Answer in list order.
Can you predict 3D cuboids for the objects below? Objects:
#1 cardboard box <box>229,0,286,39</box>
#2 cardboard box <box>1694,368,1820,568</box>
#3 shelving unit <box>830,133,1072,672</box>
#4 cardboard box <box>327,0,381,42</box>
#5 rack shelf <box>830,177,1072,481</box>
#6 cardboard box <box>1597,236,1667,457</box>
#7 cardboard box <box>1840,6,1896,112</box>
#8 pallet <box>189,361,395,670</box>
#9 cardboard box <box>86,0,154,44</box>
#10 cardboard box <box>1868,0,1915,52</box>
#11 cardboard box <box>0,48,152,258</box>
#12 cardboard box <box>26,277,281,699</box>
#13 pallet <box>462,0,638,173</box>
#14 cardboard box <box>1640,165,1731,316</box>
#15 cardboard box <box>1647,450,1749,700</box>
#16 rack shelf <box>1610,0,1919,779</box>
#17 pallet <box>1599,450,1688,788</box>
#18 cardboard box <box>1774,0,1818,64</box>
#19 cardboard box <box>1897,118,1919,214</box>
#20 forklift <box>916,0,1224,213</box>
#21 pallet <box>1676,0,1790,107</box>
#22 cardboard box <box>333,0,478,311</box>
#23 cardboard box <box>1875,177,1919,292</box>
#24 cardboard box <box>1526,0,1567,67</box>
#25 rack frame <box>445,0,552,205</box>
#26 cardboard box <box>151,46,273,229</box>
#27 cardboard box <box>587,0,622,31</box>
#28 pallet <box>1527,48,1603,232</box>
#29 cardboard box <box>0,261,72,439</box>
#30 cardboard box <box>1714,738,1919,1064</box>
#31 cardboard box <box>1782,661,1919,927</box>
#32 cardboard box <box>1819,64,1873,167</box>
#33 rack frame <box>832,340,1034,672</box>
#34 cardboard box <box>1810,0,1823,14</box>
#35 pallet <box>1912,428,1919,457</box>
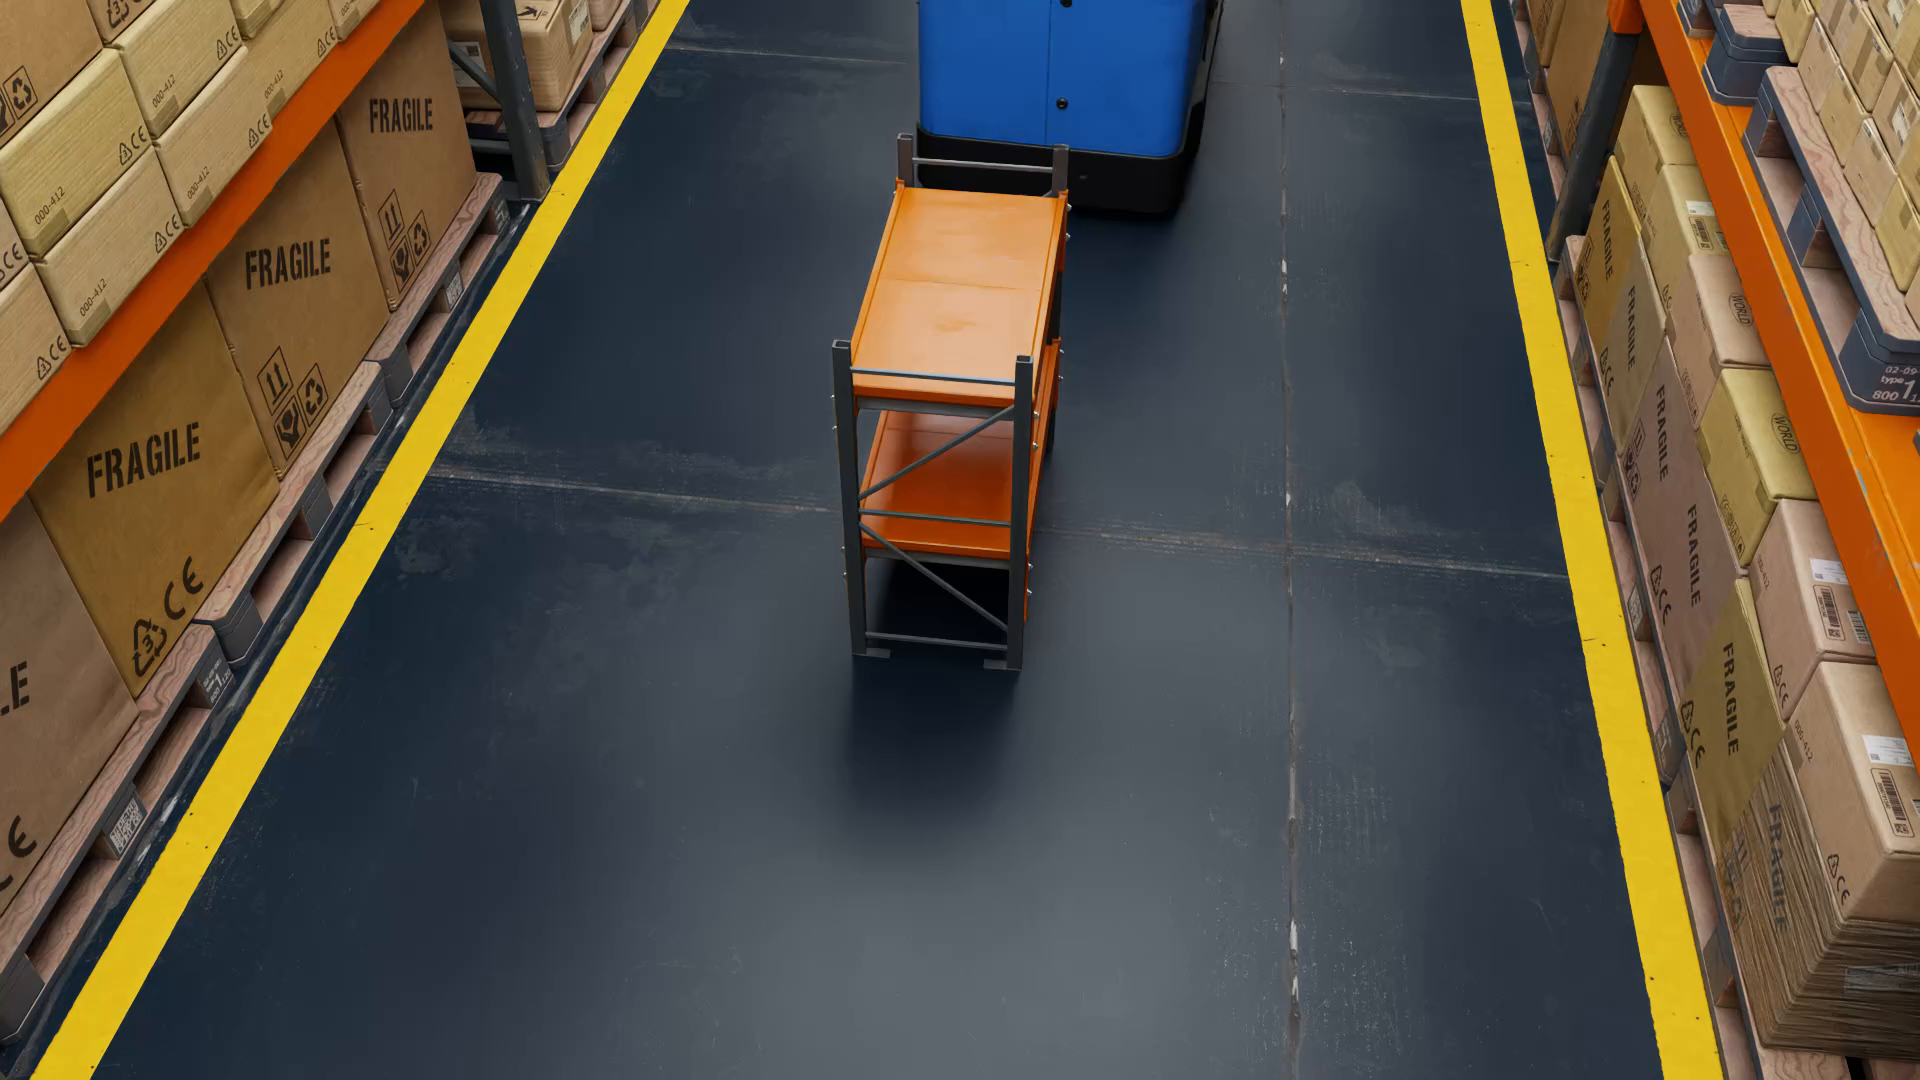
[{"bbox_3d":[-2.088,-1.597,4.500,0.500,0.250,0.500,4,44,4],"label":"cardboard box"},{"bbox_3d":[2.211,-0.174,4.220,0.500,0.250,0.500,3,44,4],"label":"cardboard box"},{"bbox_3d":[-0.001,-0.404,4.858,0.538,1.125,1.048,5,44,6],"label":"shelving unit"},{"bbox_3d":[-2.026,-1.751,5.027,0.500,0.250,0.500,6,44,6],"label":"cardboard box"},{"bbox_3d":[-0.001,-0.616,4.657,0.538,0.278,1.000,5,44,6],"label":"rack shelf"},{"bbox_3d":[2.346,-0.585,5.199,0.500,0.500,0.500,6,44,6],"label":"cardboard box"},{"bbox_3d":[2.324,-1.123,3.915,0.380,0.149,0.250,5,44,5],"label":"cardboard box"},{"bbox_3d":[-2.507,-0.151,5.256,1.003,0.211,1.213,5,44,6],"label":"pallet"},{"bbox_3d":[-2.180,-1.514,3.867,0.500,0.500,0.500,5,44,5],"label":"cardboard box"},{"bbox_3d":[2.330,-1.226,3.808,0.380,0.149,0.250,6,44,7],"label":"cardboard box"},{"bbox_3d":[-2.222,-0.898,3.762,0.500,0.250,0.500,6,44,6],"label":"cardboard box"},{"bbox_3d":[-2.579,-0.224,4.545,0.875,0.875,0.875,6,44,7],"label":"cardboard box"},{"bbox_3d":[-2.060,-2.043,7.254,1.003,0.211,1.213,5,44,6],"label":"pallet"},{"bbox_3d":[2.357,-0.866,4.950,0.500,0.250,0.500,5,44,5],"label":"cardboard box"},{"bbox_3d":[2.215,0.113,4.462,0.500,0.500,0.500,4,44,5],"label":"cardboard box"},{"bbox_3d":[2.491,-0.518,4.139,1.077,0.370,4.000,5,44,6],"label":"rack shelf"},{"bbox_3d":[2.487,0.232,4.852,1.003,0.211,1.213,5,44,6],"label":"pallet"},{"bbox_3d":[2.391,-1.366,4.388,0.380,0.149,0.250,7,44,7],"label":"cardboard box"},{"bbox_3d":[2.254,-0.773,3.546,0.380,0.149,0.250,5,44,6],"label":"cardboard box"},{"bbox_3d":[0.623,-3.366,6.673,1.130,2.935,3.031,8,44,8],"label":"forklift"},{"bbox_3d":[2.767,-1.577,4.874,1.213,0.211,1.003,5,44,6],"label":"pallet"},{"bbox_3d":[-2.338,-1.441,5.830,0.875,0.875,0.875,5,44,5],"label":"cardboard box"},{"bbox_3d":[2.252,-0.654,3.637,0.380,0.149,0.250,7,44,7],"label":"cardboard box"},{"bbox_3d":[3.037,-2.481,7.019,1.050,0.750,0.750,6,44,6],"label":"cardboard box"},{"bbox_3d":[-2.165,-2.523,5.733,1.000,3.000,0.127,5,44,6],"label":"rack frame"},{"bbox_3d":[-2.148,-1.059,4.296,0.500,0.250,0.500,5,44,5],"label":"cardboard box"},{"bbox_3d":[-1.990,-2.609,7.430,0.950,0.372,0.625,4,44,5],"label":"cardboard box"},{"bbox_3d":[2.934,-1.660,6.850,1.003,0.211,1.213,5,44,6],"label":"pallet"},{"bbox_3d":[-2.307,-0.371,3.570,0.500,0.250,0.500,4,44,4],"label":"cardboard box"},{"bbox_3d":[2.075,0.812,3.724,0.500,0.500,0.500,4,44,5],"label":"cardboard box"},{"bbox_3d":[2.074,0.536,3.469,0.500,0.250,0.500,4,44,4],"label":"cardboard box"},{"bbox_3d":[2.323,-1.013,4.016,0.380,0.149,0.250,6,44,6],"label":"cardboard box"},{"bbox_3d":[-0.068,-0.057,4.493,0.500,1.125,0.032,5,44,6],"label":"rack frame"},{"bbox_3d":[2.394,-1.461,4.272,0.380,0.149,0.250,5,44,6],"label":"cardboard box"},{"bbox_3d":[2.472,0.146,3.054,1.003,0.211,1.213,5,44,6],"label":"pallet"}]
